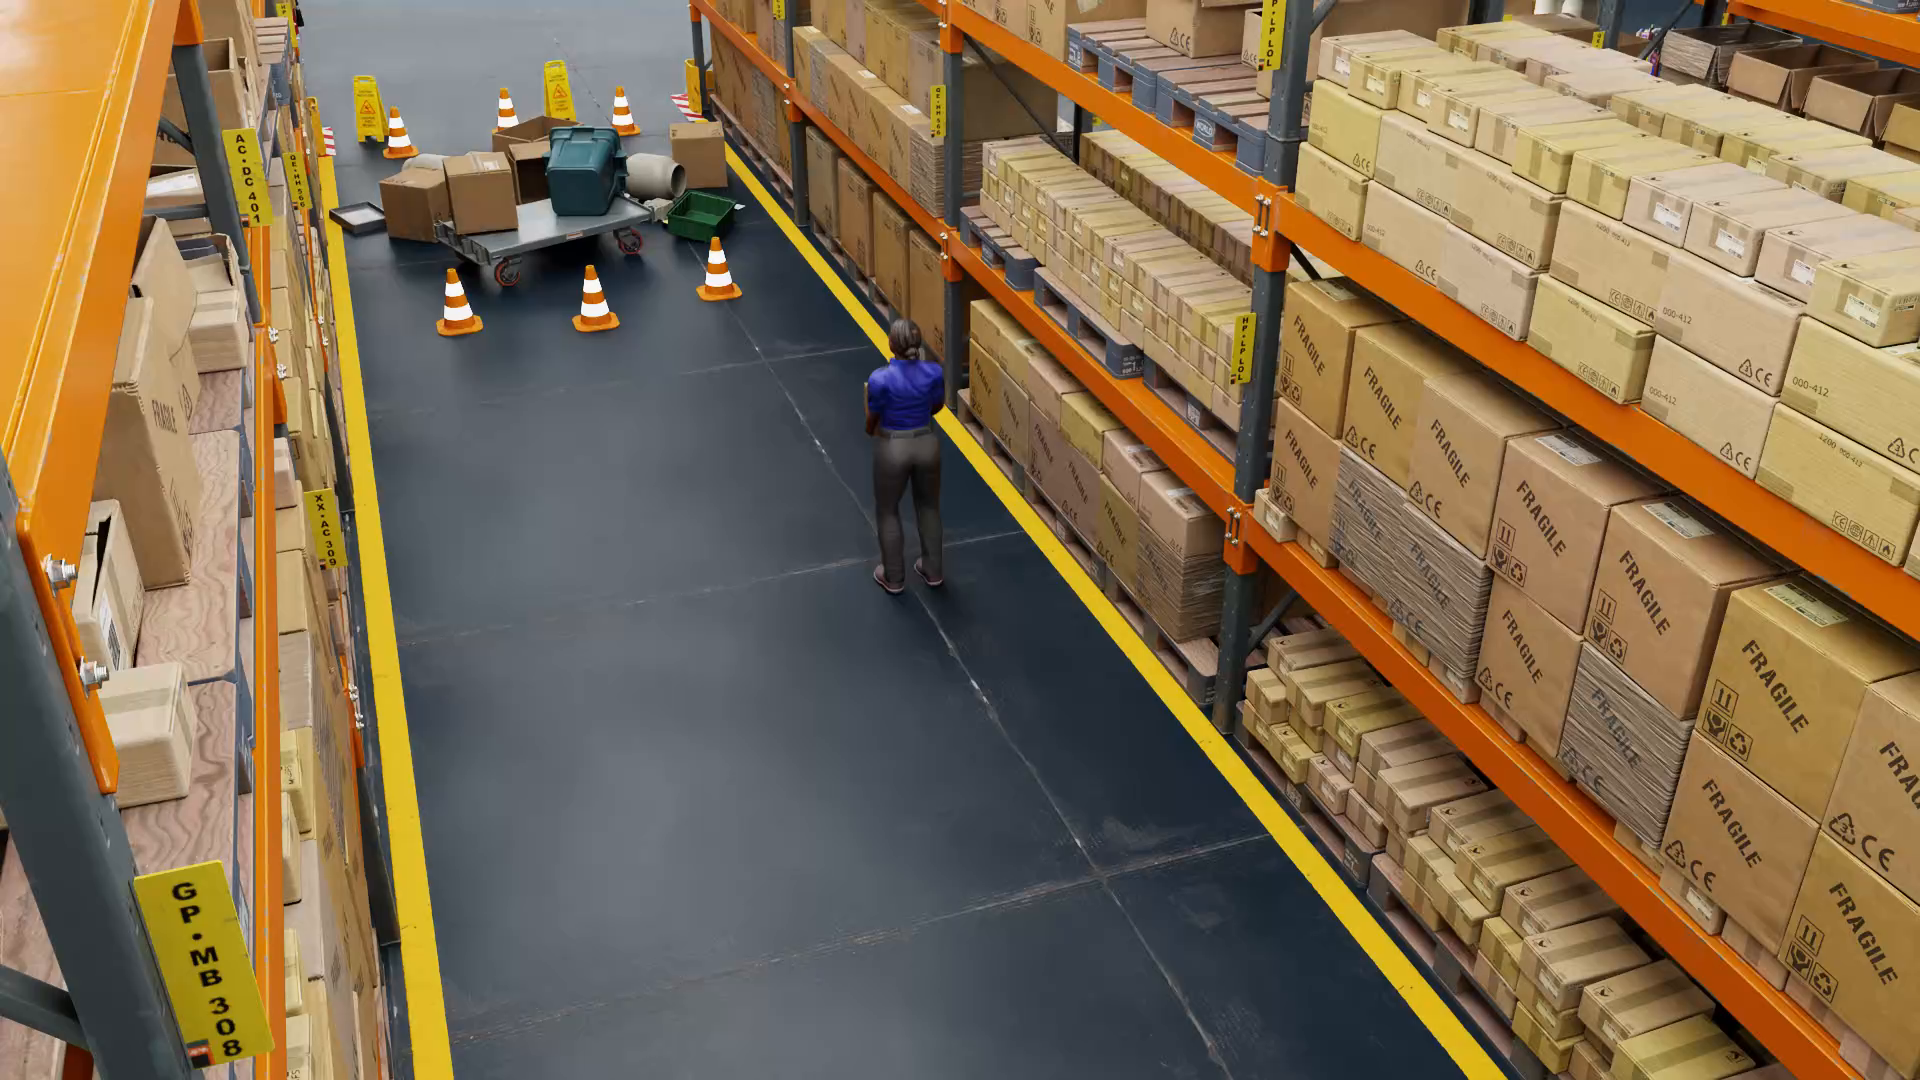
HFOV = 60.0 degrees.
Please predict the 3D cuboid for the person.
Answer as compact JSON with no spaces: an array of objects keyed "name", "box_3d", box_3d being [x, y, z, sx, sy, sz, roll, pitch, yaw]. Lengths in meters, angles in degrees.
[{"name":"person","box_3d":[-0.317,-0.509,9.234,0.451,1.651,0.515,-10,31,-17]}]
